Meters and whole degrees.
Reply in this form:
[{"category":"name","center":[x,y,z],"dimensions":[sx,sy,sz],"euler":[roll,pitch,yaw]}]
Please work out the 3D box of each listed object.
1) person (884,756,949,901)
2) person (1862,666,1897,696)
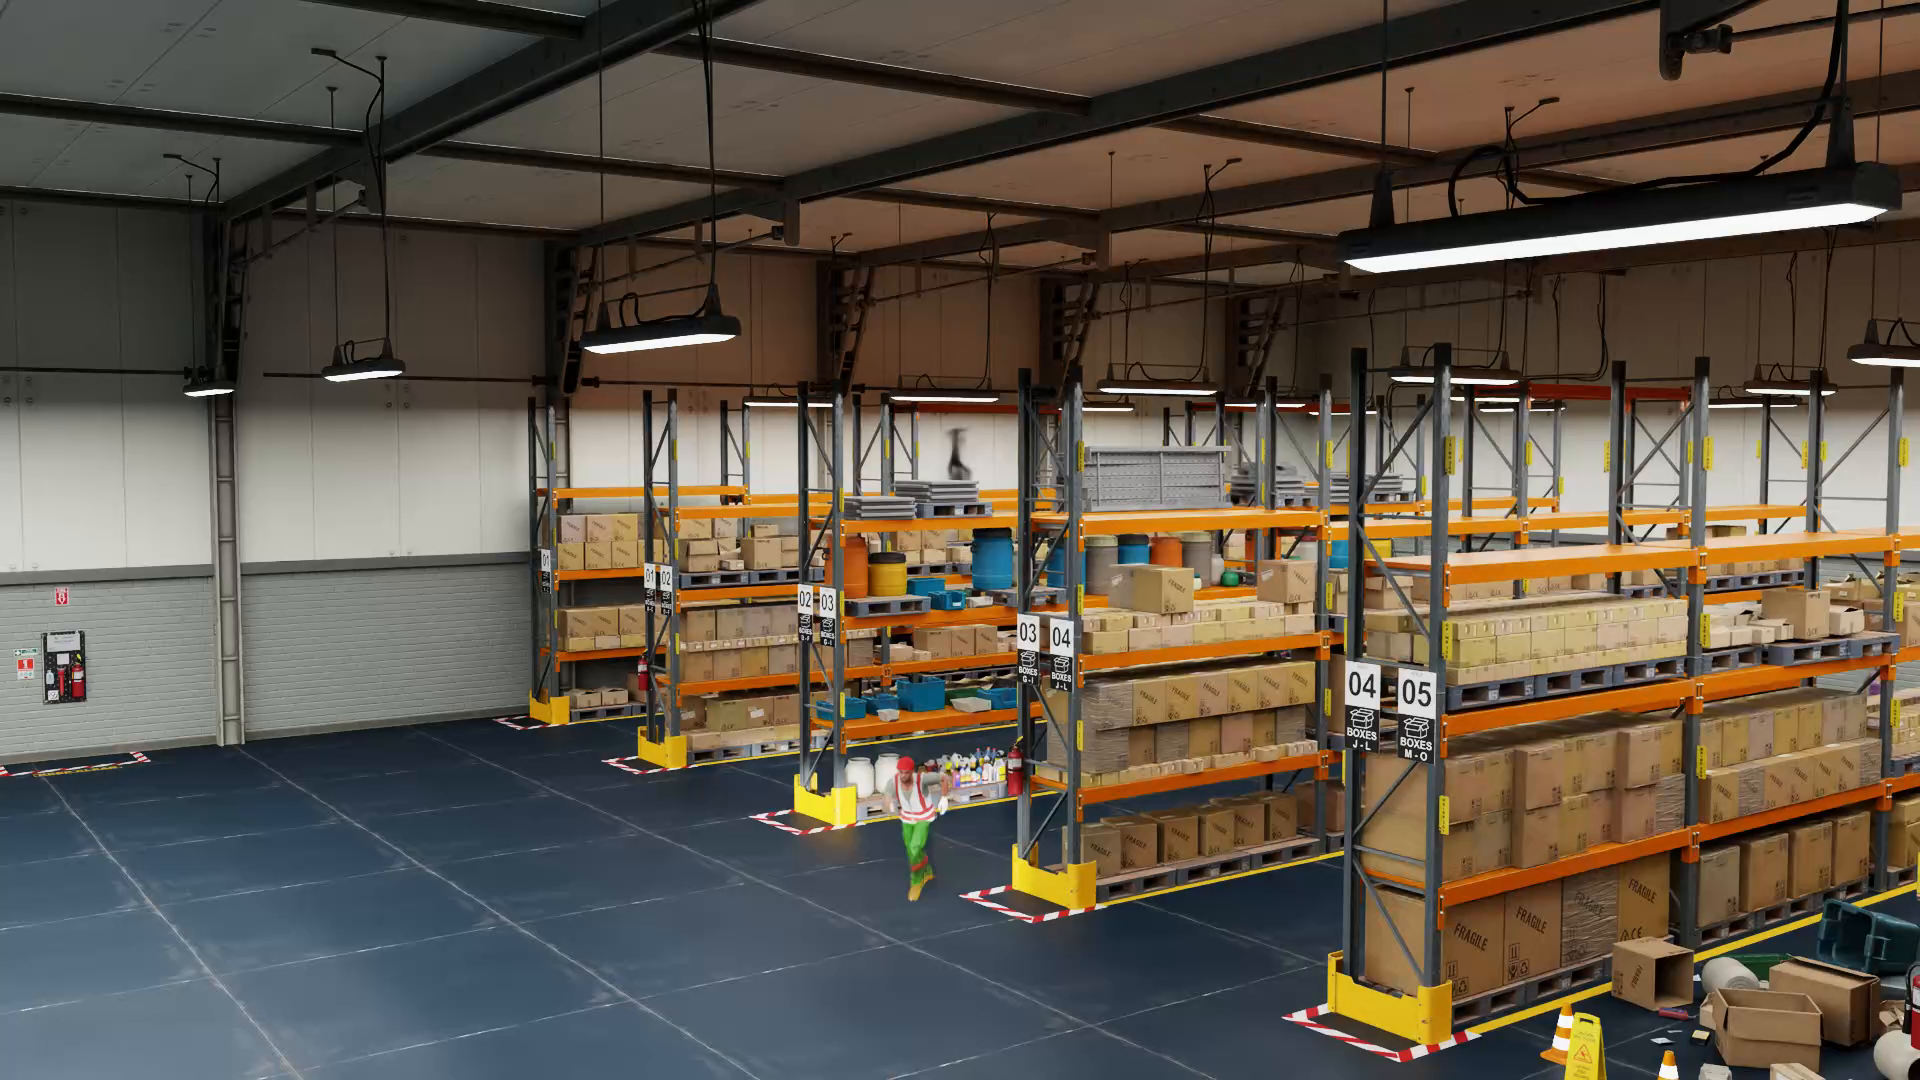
[{"category":"person","center":[-0.474,3.238,18.875],"dimensions":[0.706,1.690,0.996],"euler":[1,4,19]},{"category":"person","center":[15.034,2.740,27.199],"dimensions":[0.513,1.626,0.825],"euler":[2,4,31]}]
